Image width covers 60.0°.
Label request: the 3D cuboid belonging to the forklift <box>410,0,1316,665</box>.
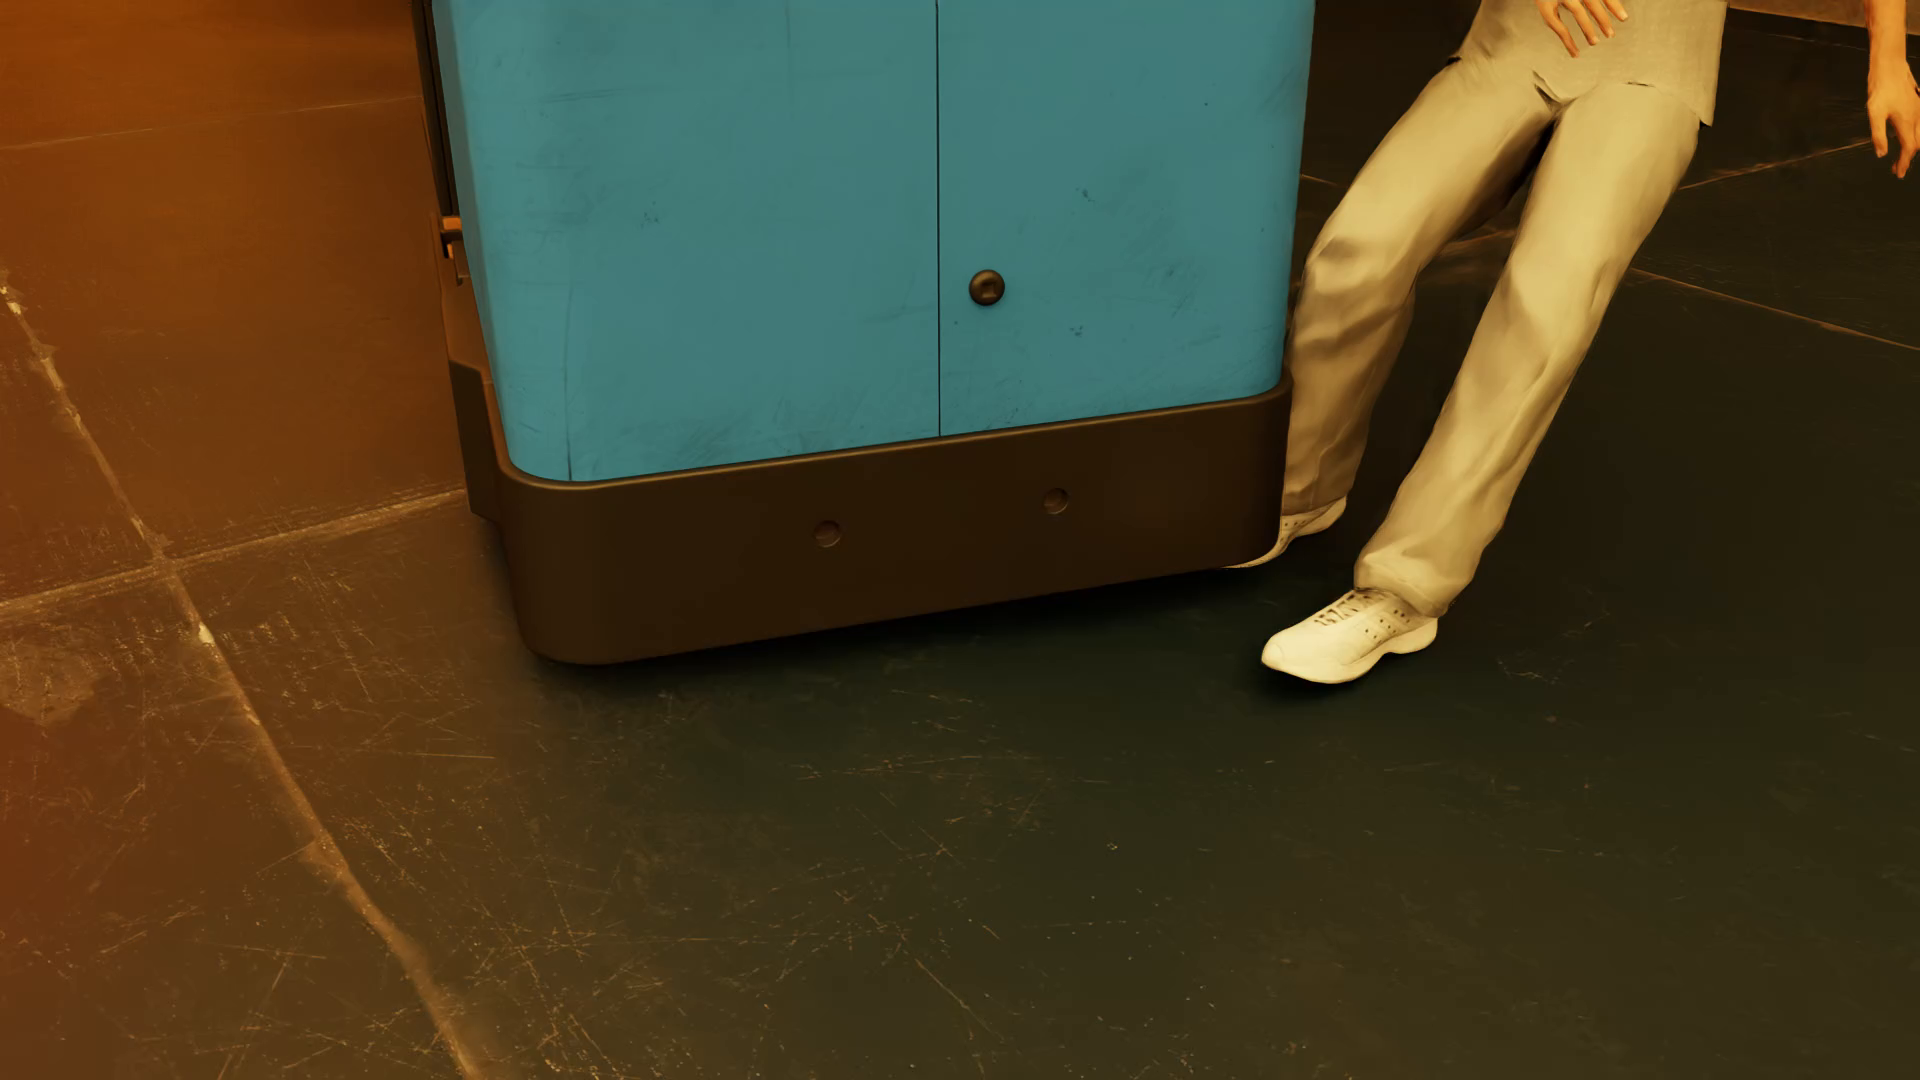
[{"bbox_3d":[-0.493,-1.798,2.815,1.130,2.935,3.031,-8,28,-16],"label":"forklift"}]

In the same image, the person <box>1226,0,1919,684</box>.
[{"bbox_3d":[0.755,-0.522,2.070,0.824,1.434,0.873,12,29,23],"label":"person"}]
